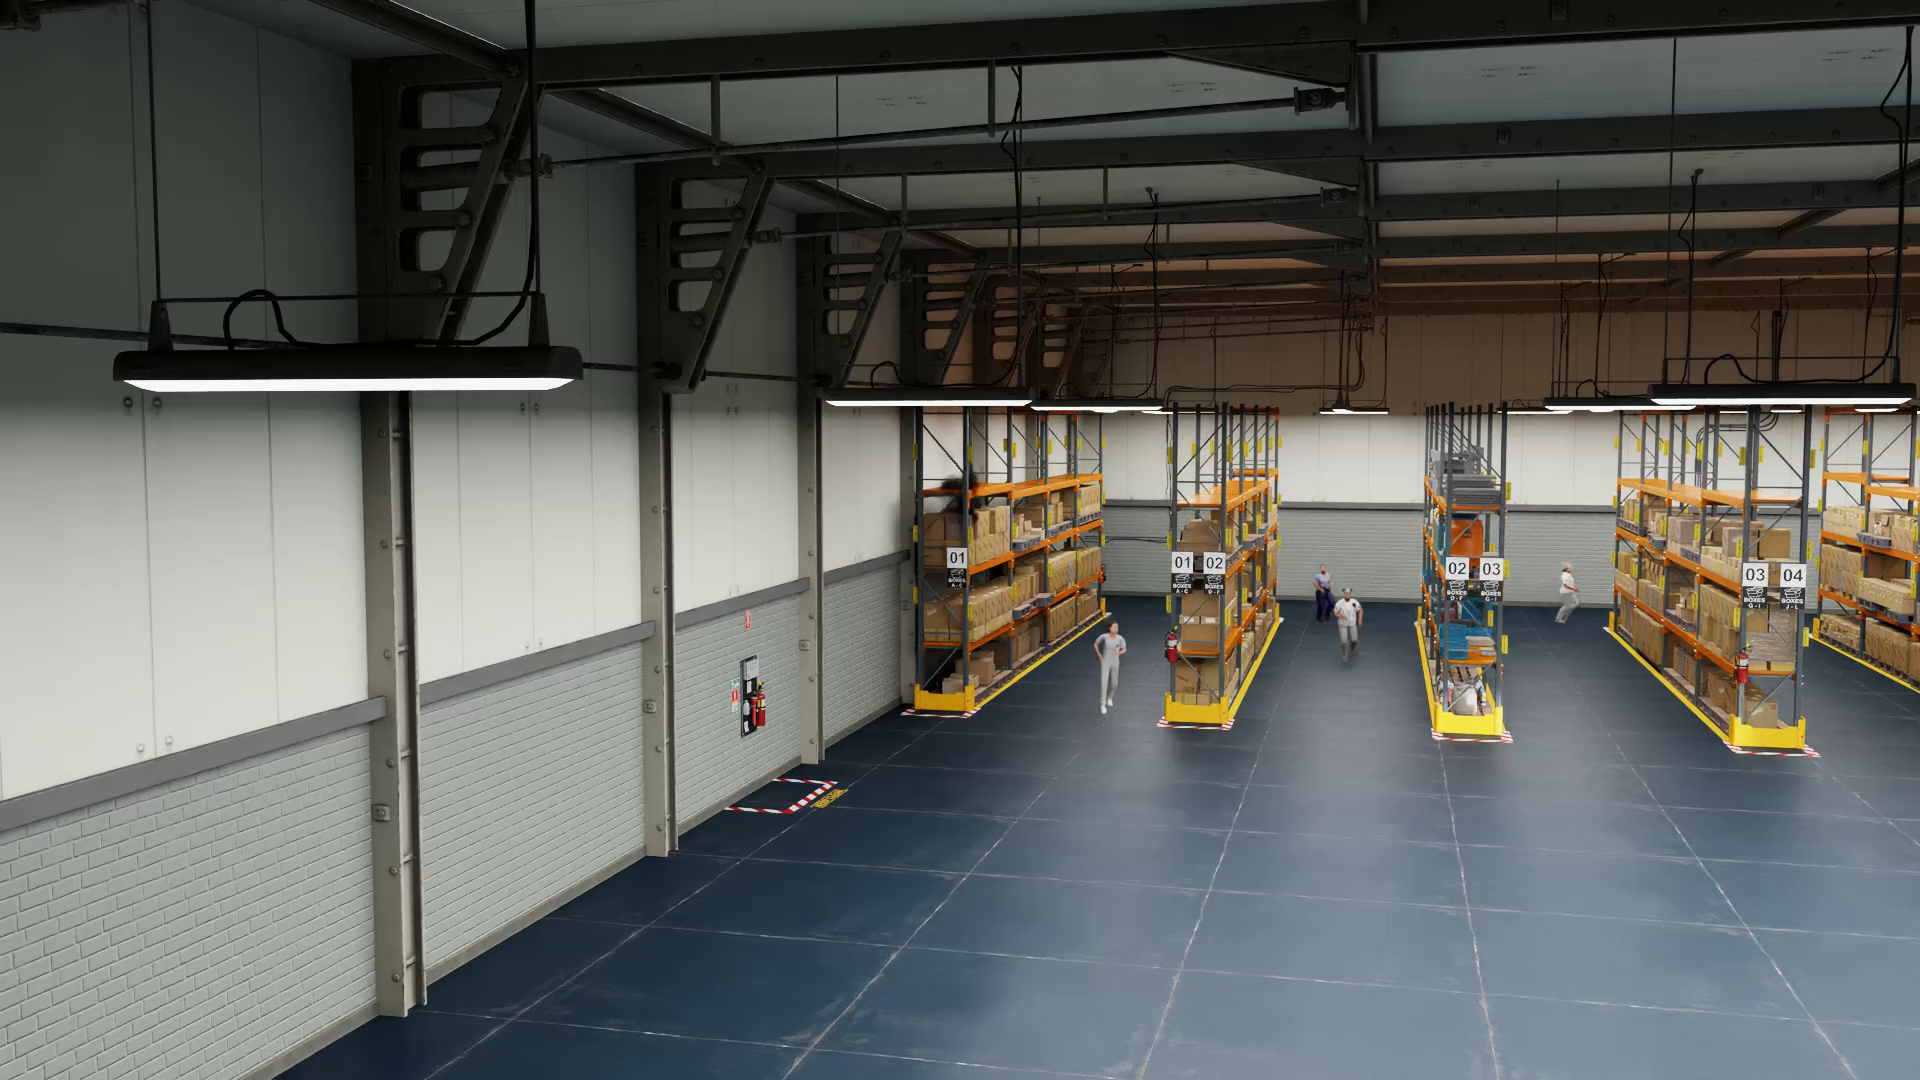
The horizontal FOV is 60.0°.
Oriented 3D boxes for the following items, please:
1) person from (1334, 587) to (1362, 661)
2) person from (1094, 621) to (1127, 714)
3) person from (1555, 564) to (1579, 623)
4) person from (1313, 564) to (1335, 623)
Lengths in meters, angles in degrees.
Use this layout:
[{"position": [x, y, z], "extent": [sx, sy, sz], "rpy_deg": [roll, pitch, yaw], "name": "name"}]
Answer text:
[{"position": [9.116, 1.987, 38.987], "extent": [0.674, 1.746, 0.587], "rpy_deg": [0, 4, 6], "name": "person"}, {"position": [2.827, 2.340, 31.050], "extent": [0.593, 1.675, 0.849], "rpy_deg": [-1, 4, -10], "name": "person"}, {"position": [16.932, 1.485, 46.336], "extent": [0.595, 1.630, 0.615], "rpy_deg": [2, 5, 28], "name": "person"}, {"position": [10.158, 1.491, 46.382], "extent": [0.621, 1.627, 0.618], "rpy_deg": [-1, 4, -15], "name": "person"}]
